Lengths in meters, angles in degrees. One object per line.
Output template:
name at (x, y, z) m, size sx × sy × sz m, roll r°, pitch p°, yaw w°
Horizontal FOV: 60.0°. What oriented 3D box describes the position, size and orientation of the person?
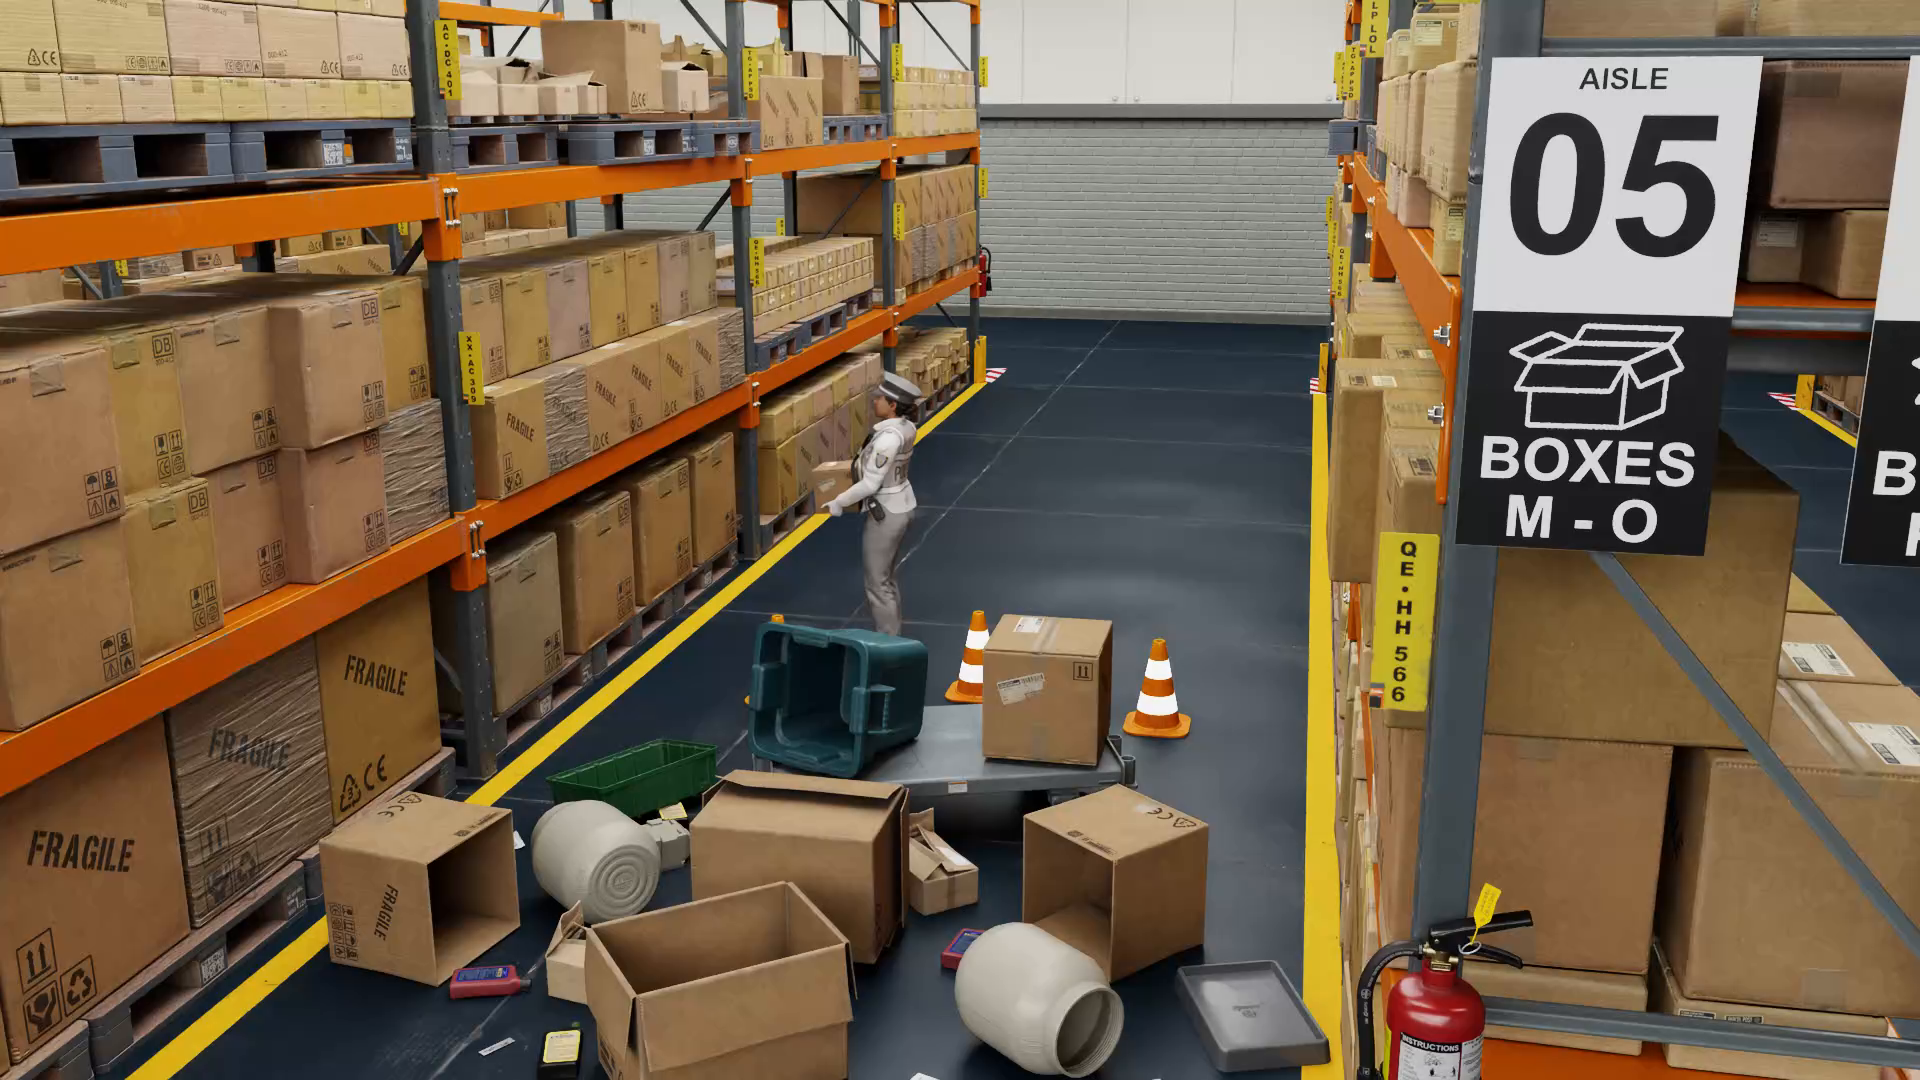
person at (-0.484, -0.132, 9.461) m, size 0.563 × 1.687 × 0.460 m, roll 3°, pitch 15°, yaw 11°
